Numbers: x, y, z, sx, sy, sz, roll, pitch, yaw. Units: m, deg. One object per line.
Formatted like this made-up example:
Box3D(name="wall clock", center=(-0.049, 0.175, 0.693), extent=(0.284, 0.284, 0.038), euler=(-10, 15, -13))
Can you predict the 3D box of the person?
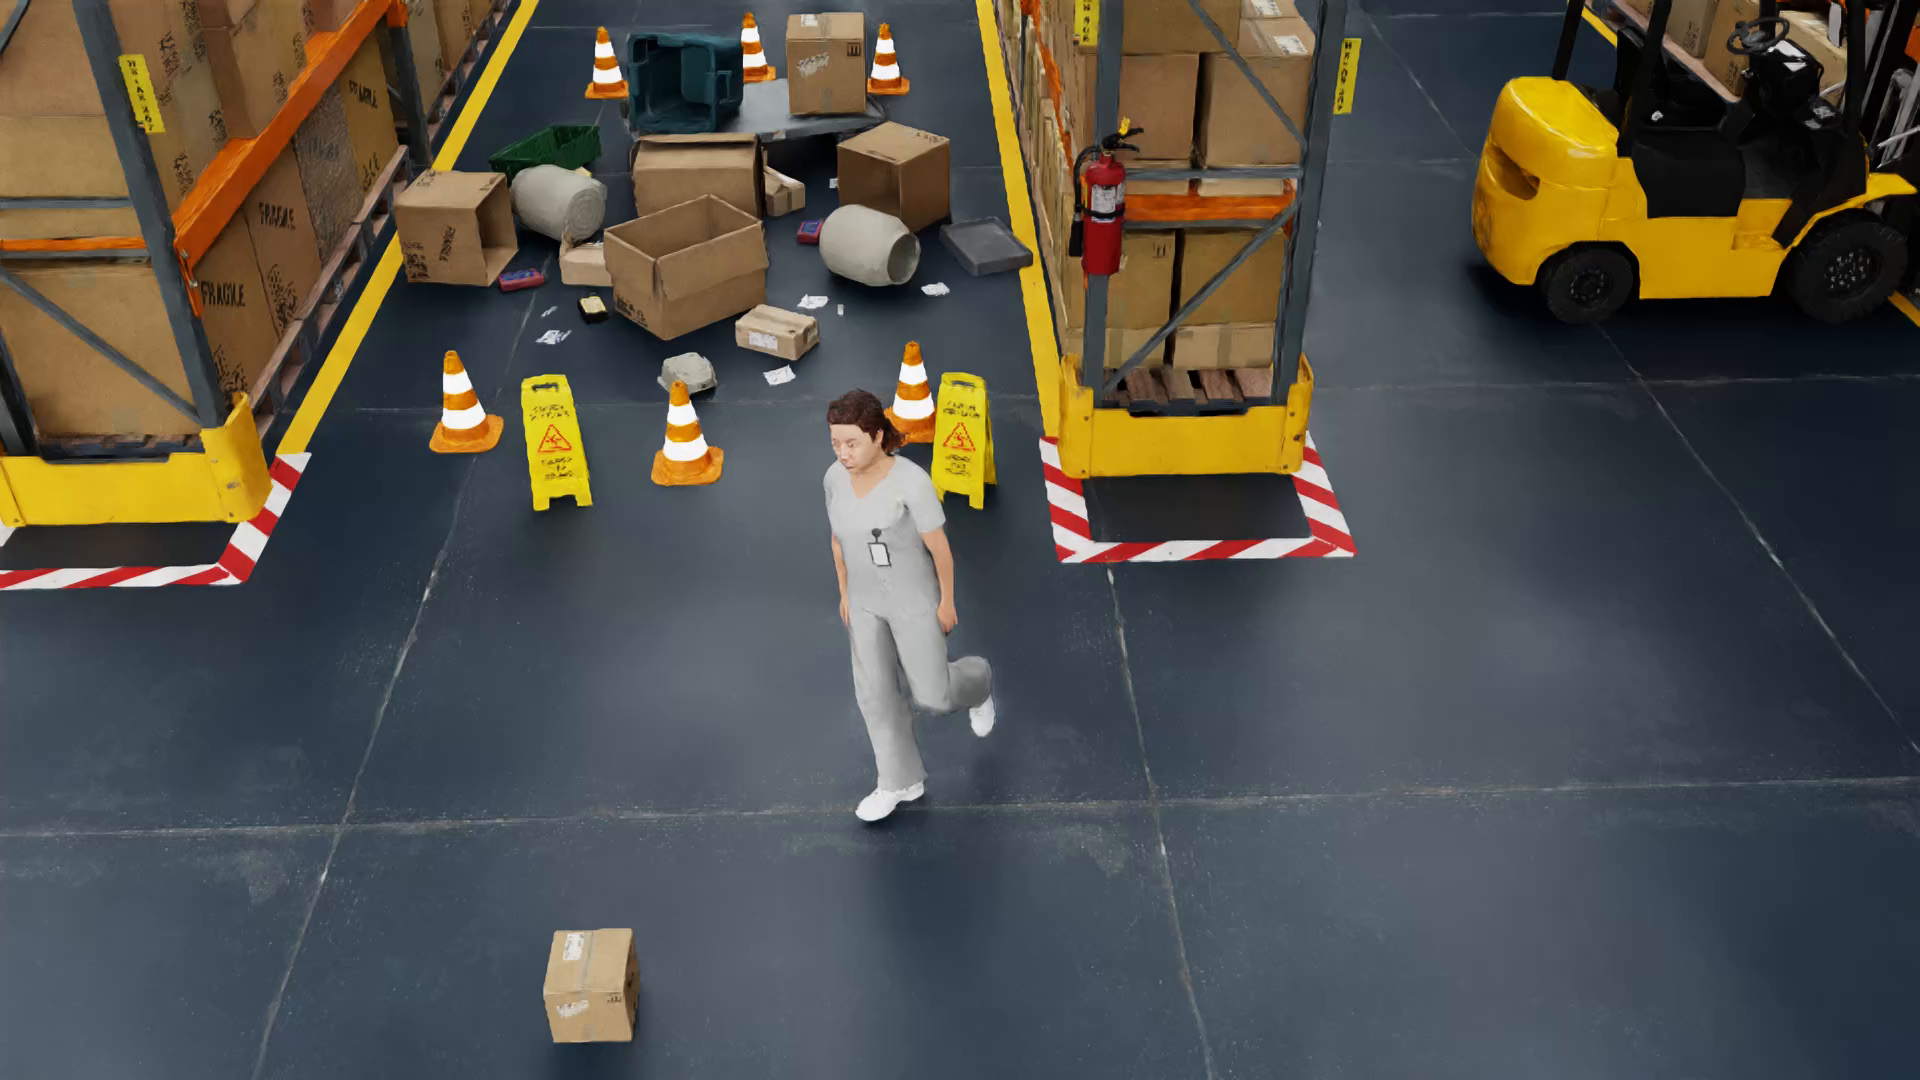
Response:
Box3D(name="person", center=(-0.208, 0.178, 5.899), extent=(0.506, 1.644, 0.750), euler=(20, 40, 26))
